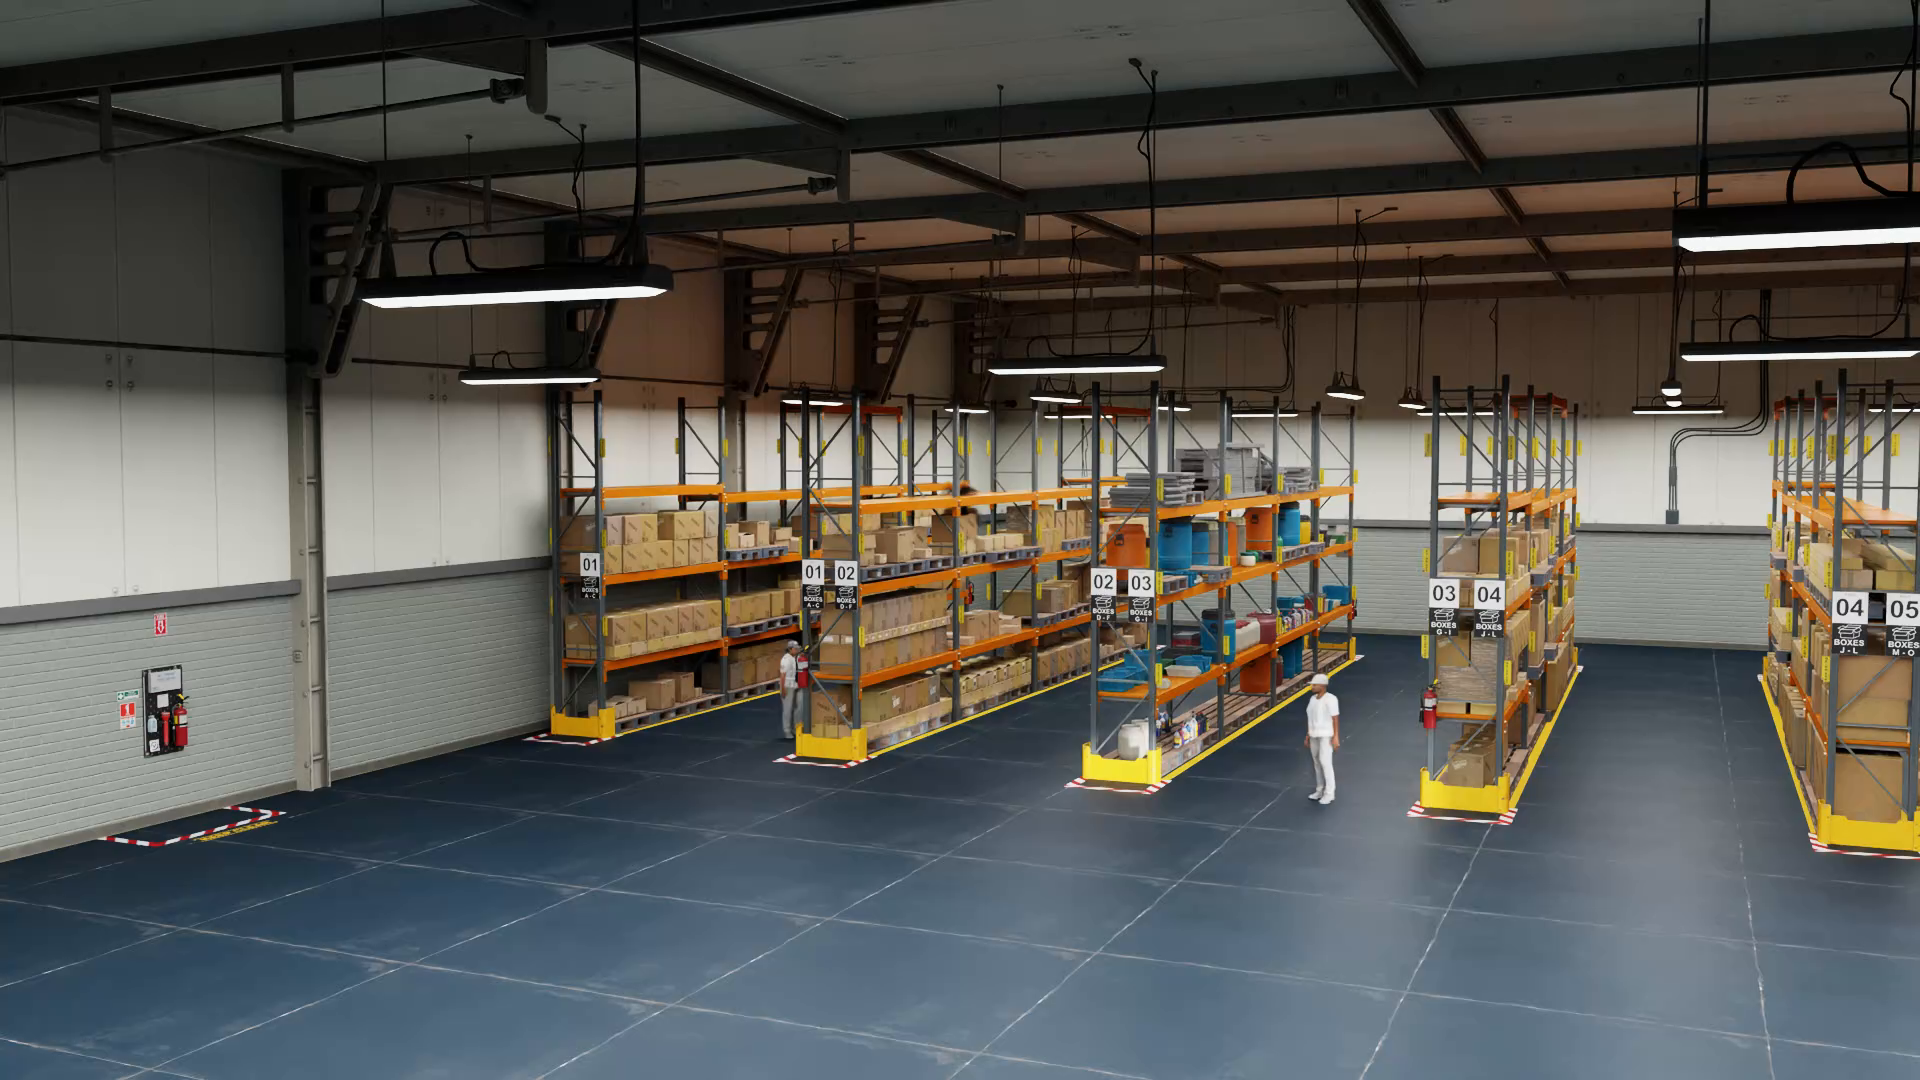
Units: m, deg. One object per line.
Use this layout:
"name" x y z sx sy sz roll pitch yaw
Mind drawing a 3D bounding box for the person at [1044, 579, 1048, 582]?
"person" 2.254 1.840 42.279 0.492 1.680 0.560 -2 4 -30

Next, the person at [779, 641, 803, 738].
"person" -2.918 2.621 28.897 0.402 1.752 0.545 2 4 35

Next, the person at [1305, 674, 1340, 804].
"person" 5.132 2.813 23.689 0.416 1.791 0.652 -1 3 -23
